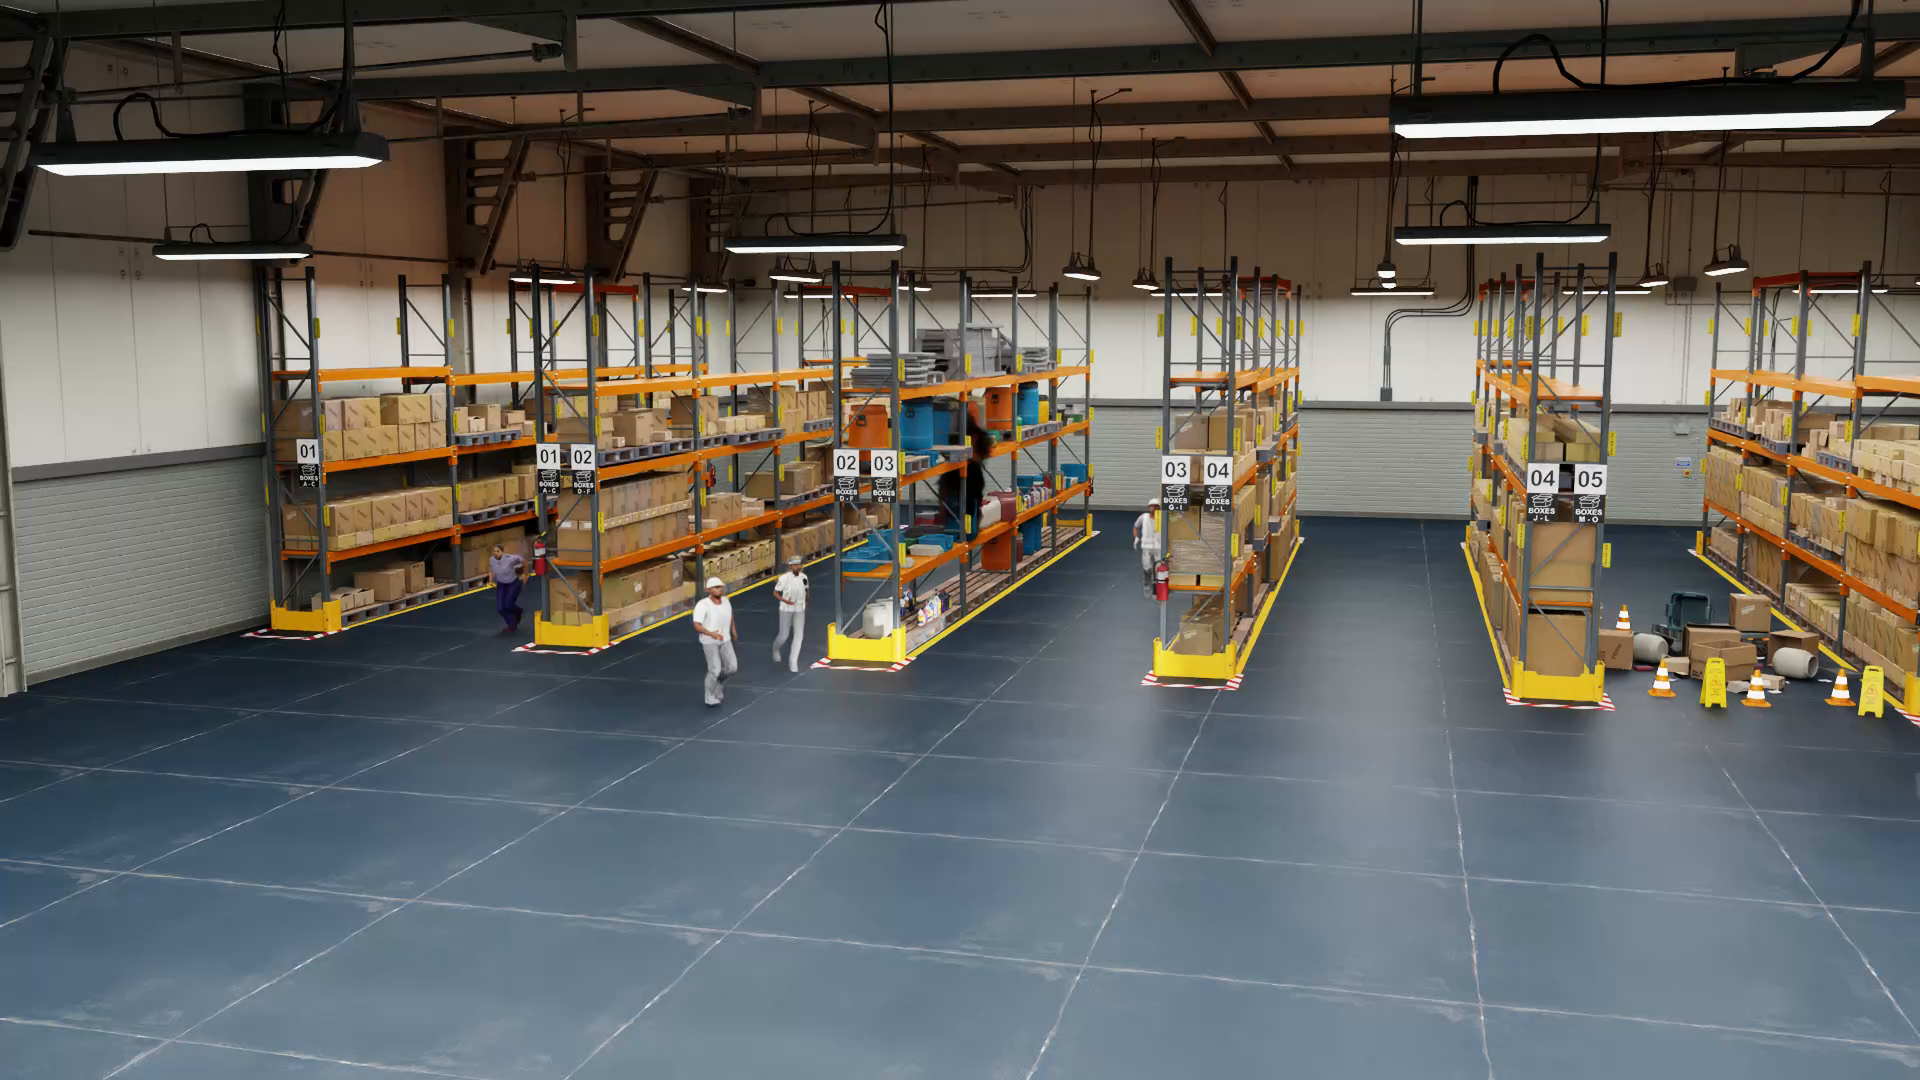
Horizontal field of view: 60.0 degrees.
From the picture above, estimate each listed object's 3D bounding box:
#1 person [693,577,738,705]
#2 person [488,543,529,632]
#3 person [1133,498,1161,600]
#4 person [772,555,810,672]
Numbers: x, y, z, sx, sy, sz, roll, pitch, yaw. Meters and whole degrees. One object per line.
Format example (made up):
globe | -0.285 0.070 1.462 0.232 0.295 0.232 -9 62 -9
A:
person | -3.192 1.345 22.072 0.593 1.723 0.746 7 10 43
person | -7.443 0.793 27.354 0.620 1.525 0.745 2 7 14
person | 3.361 0.170 28.977 0.668 1.781 0.634 0 7 4
person | -2.476 1.052 24.618 0.604 1.692 0.852 -3 8 -23
